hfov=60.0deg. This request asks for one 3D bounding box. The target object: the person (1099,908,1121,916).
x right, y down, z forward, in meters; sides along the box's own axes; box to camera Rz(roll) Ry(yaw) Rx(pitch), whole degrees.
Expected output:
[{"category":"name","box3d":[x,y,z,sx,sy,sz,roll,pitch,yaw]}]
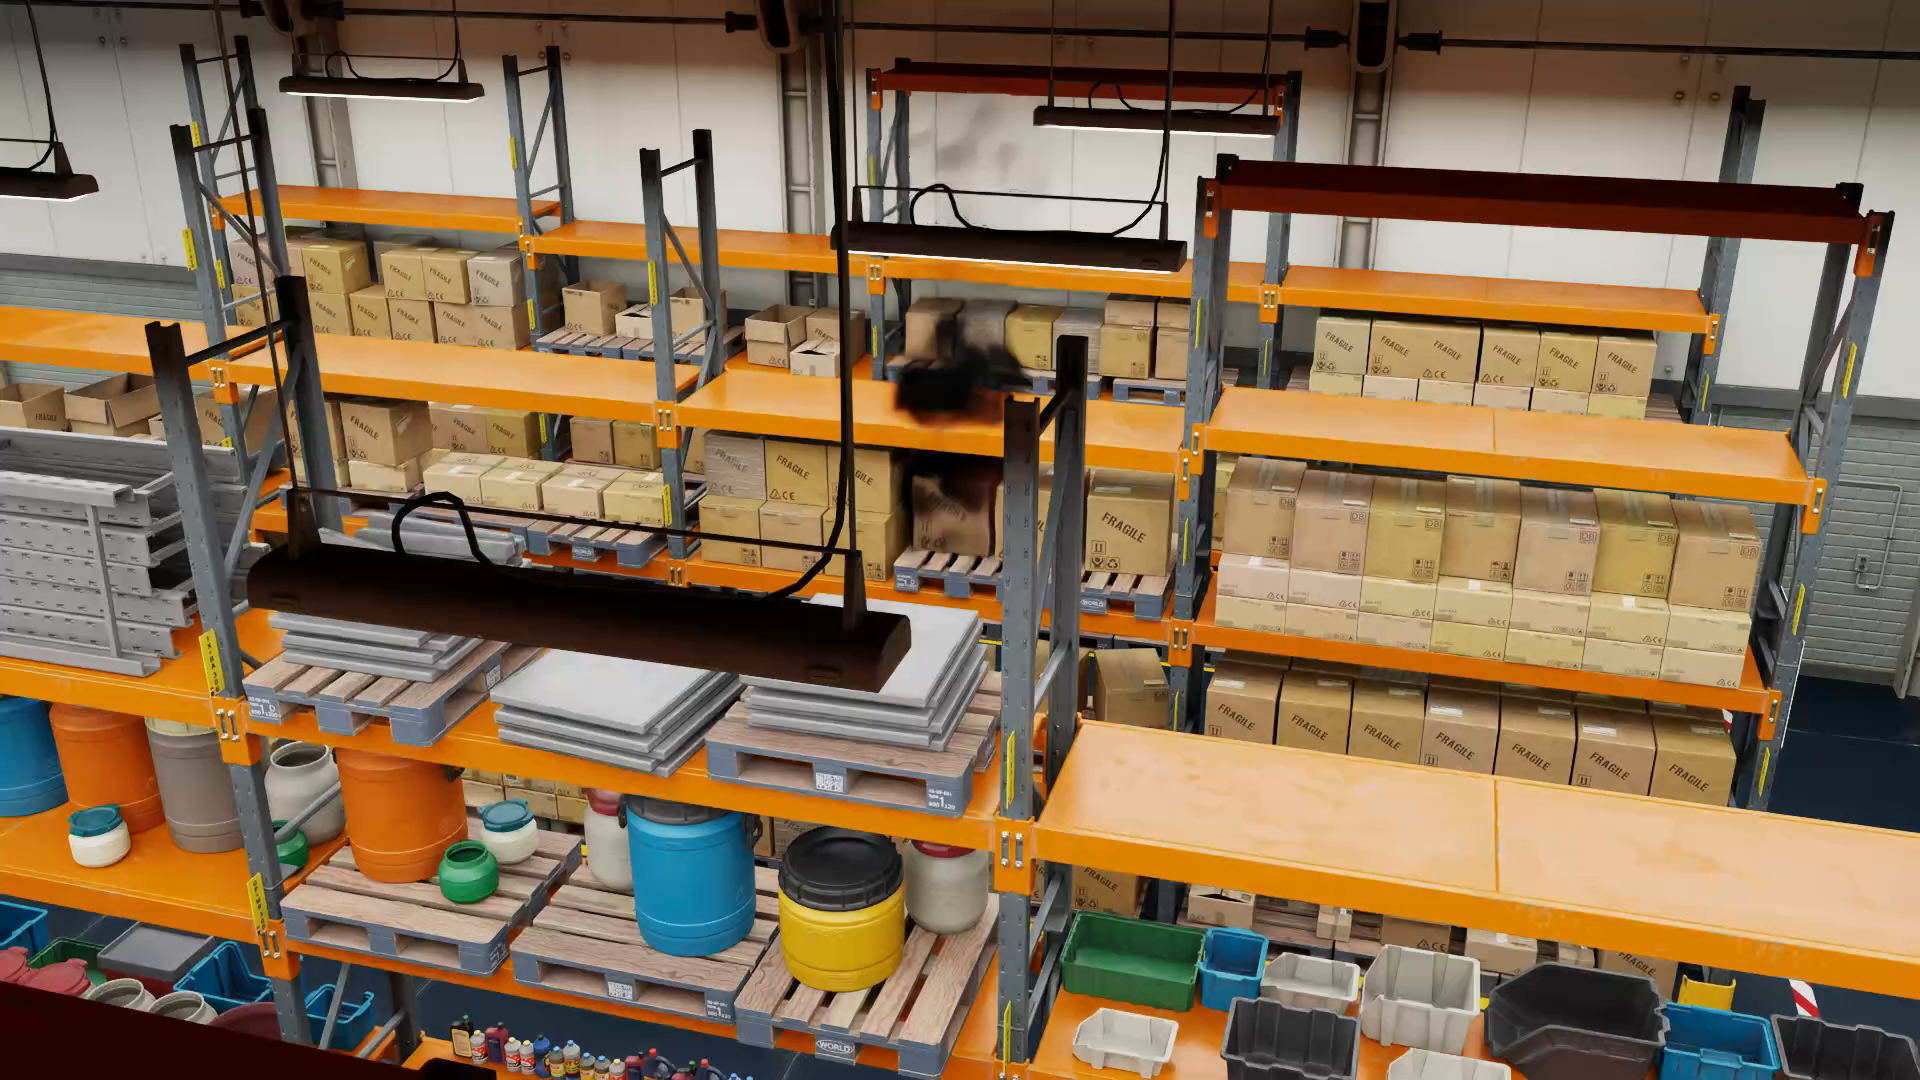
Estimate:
[{"category":"person","box3d":[0.863,3.151,11.021,0.585,1.630,0.552,4,23,8]}]
